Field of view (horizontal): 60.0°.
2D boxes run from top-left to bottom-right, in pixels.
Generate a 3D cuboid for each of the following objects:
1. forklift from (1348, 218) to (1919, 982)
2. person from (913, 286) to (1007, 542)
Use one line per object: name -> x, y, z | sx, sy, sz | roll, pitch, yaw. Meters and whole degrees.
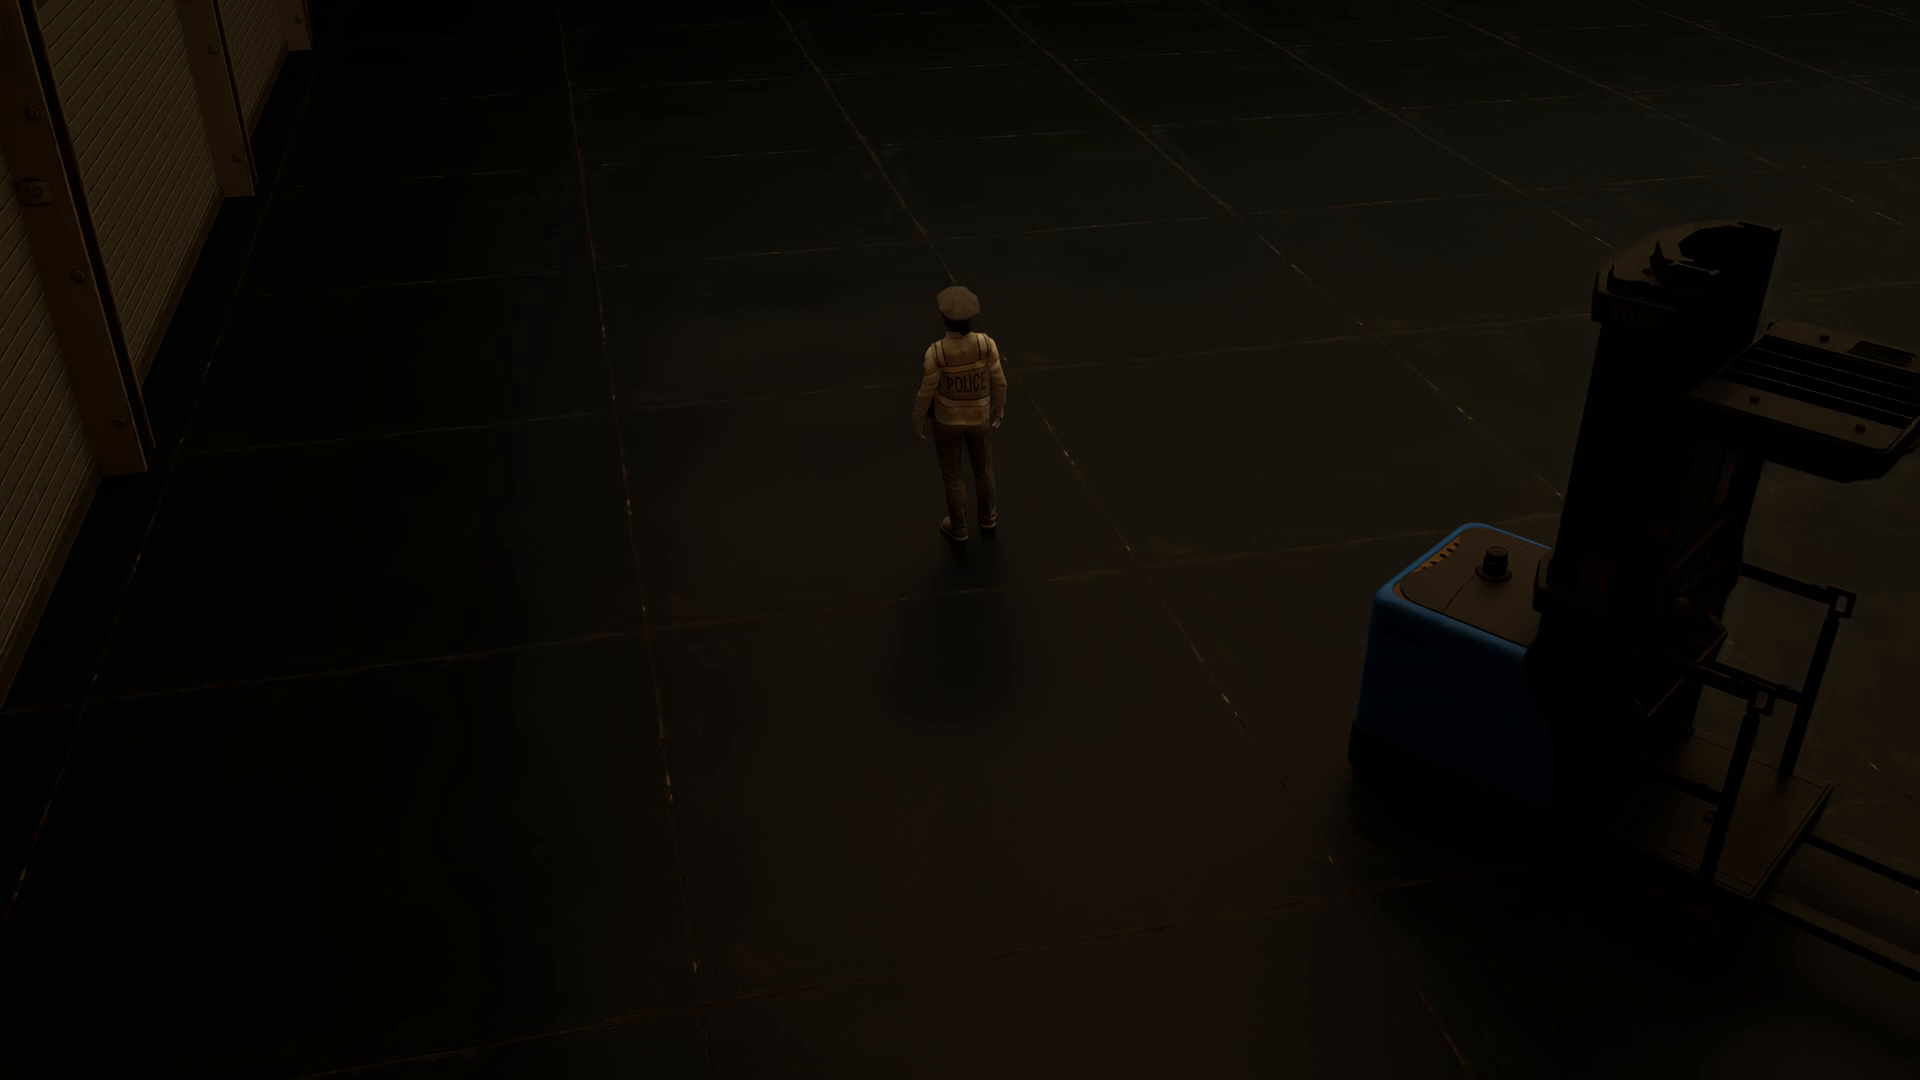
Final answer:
forklift -> 3.400, 0.224, 7.188 | 3.031, 2.935, 1.130 | 24, 38, 35
person -> -0.009, -0.774, 10.131 | 0.586, 1.694, 0.530 | -7, 31, -12
